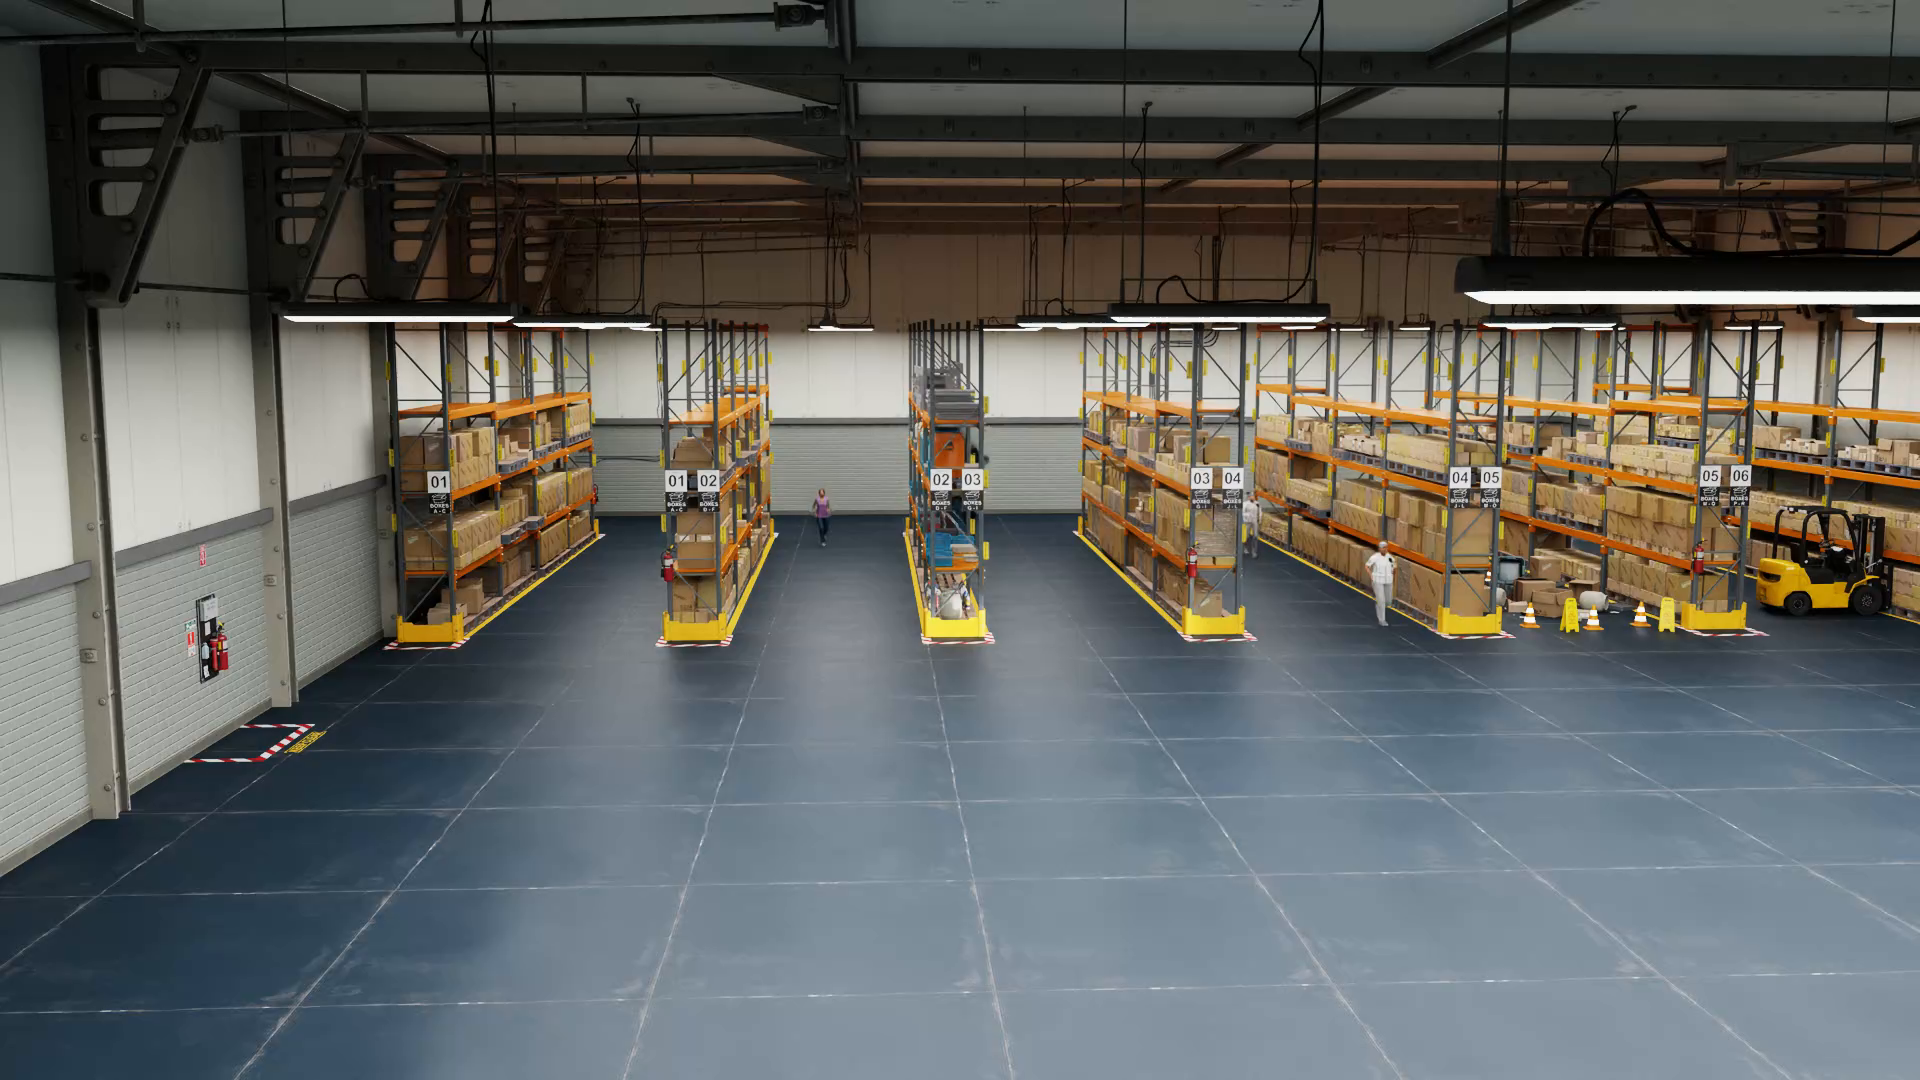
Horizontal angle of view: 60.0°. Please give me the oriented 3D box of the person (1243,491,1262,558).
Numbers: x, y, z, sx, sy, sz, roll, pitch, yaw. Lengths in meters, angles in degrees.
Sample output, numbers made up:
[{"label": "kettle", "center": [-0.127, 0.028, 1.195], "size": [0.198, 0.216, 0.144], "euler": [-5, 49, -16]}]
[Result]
[{"label": "person", "center": [7.521, -0.411, 42.981], "size": [0.621, 1.766, 0.763], "euler": [0, 7, -2]}]

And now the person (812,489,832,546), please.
[{"label": "person", "center": [-3.750, -0.624, 45.161], "size": [0.529, 1.556, 0.601], "euler": [-1, 7, -9]}]

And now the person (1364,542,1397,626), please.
[{"label": "person", "center": [8.355, 0.847, 32.931], "size": [0.620, 1.635, 0.811], "euler": [-1, 7, -8]}]
